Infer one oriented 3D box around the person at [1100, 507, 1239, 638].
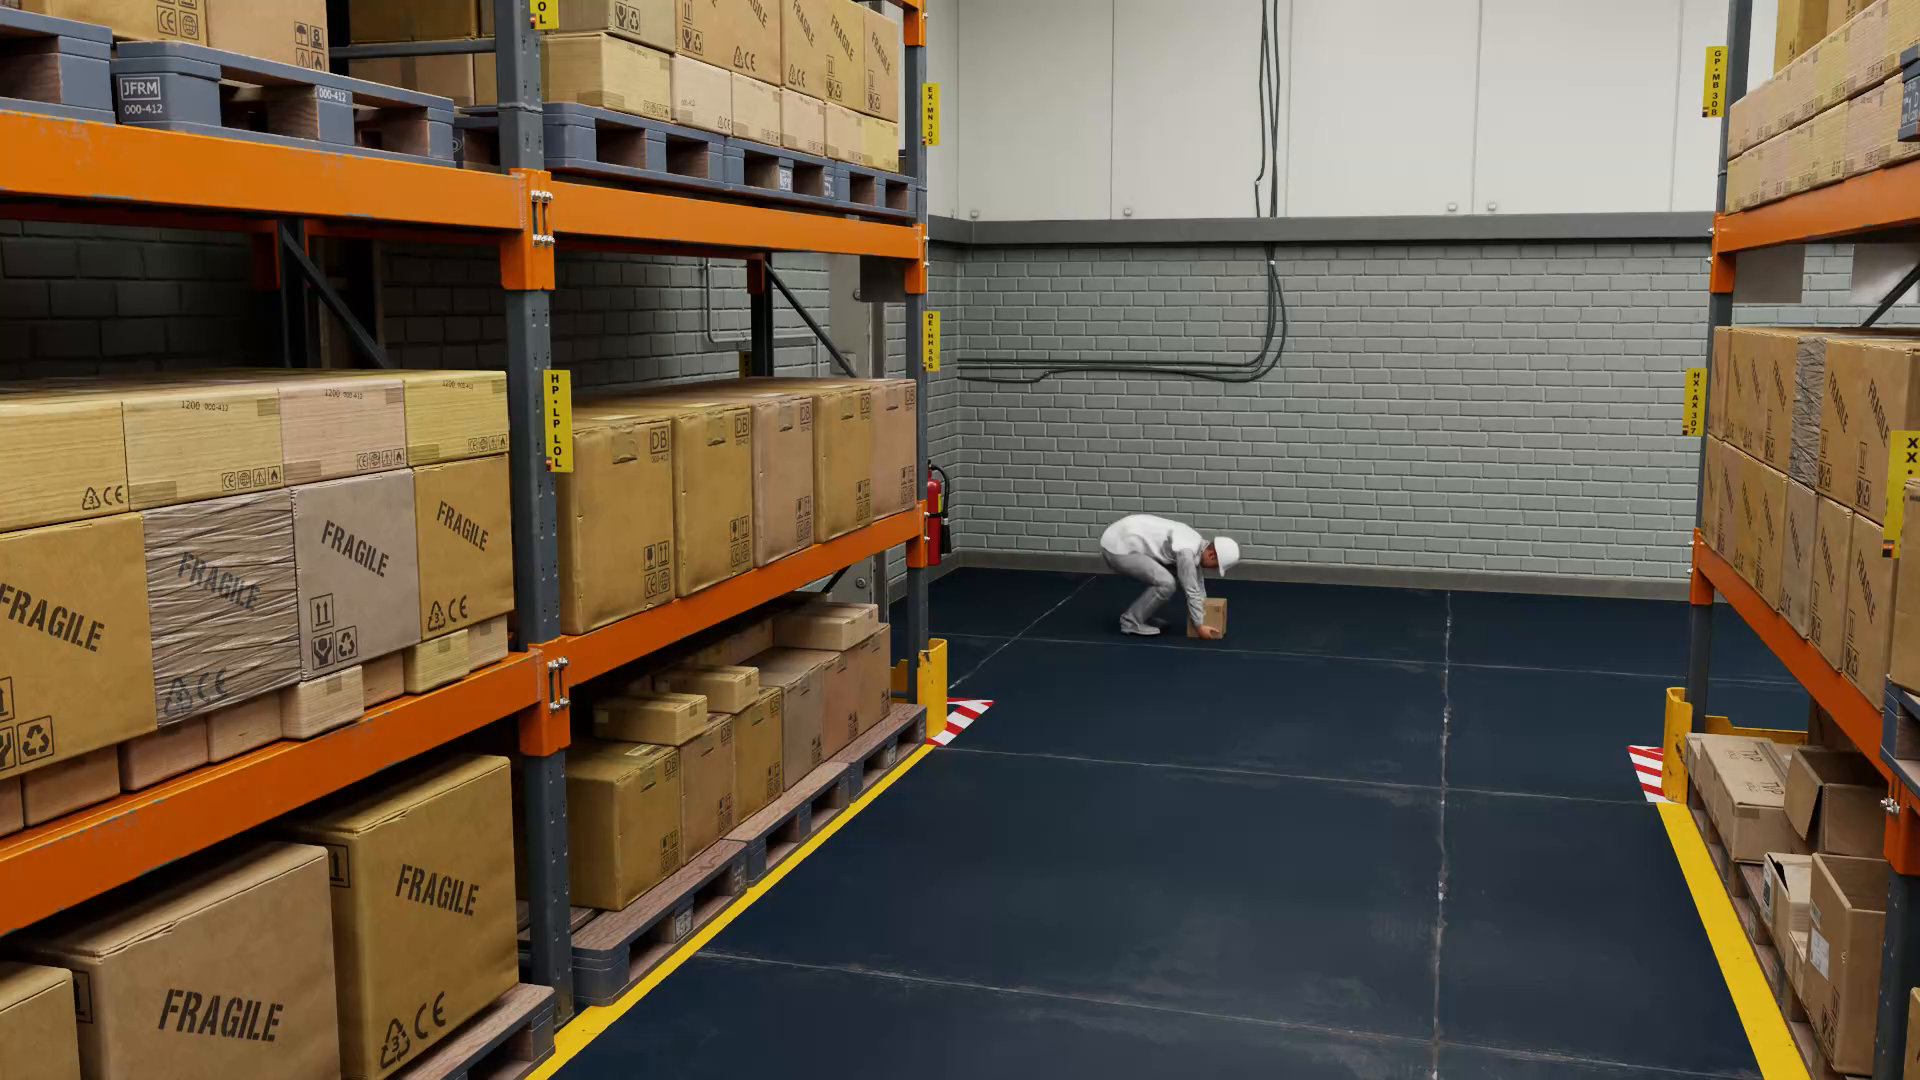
[{"bbox_3d":[1.532,0.224,12.166,0.999,0.923,0.517,2,8,14],"label":"person"}]
